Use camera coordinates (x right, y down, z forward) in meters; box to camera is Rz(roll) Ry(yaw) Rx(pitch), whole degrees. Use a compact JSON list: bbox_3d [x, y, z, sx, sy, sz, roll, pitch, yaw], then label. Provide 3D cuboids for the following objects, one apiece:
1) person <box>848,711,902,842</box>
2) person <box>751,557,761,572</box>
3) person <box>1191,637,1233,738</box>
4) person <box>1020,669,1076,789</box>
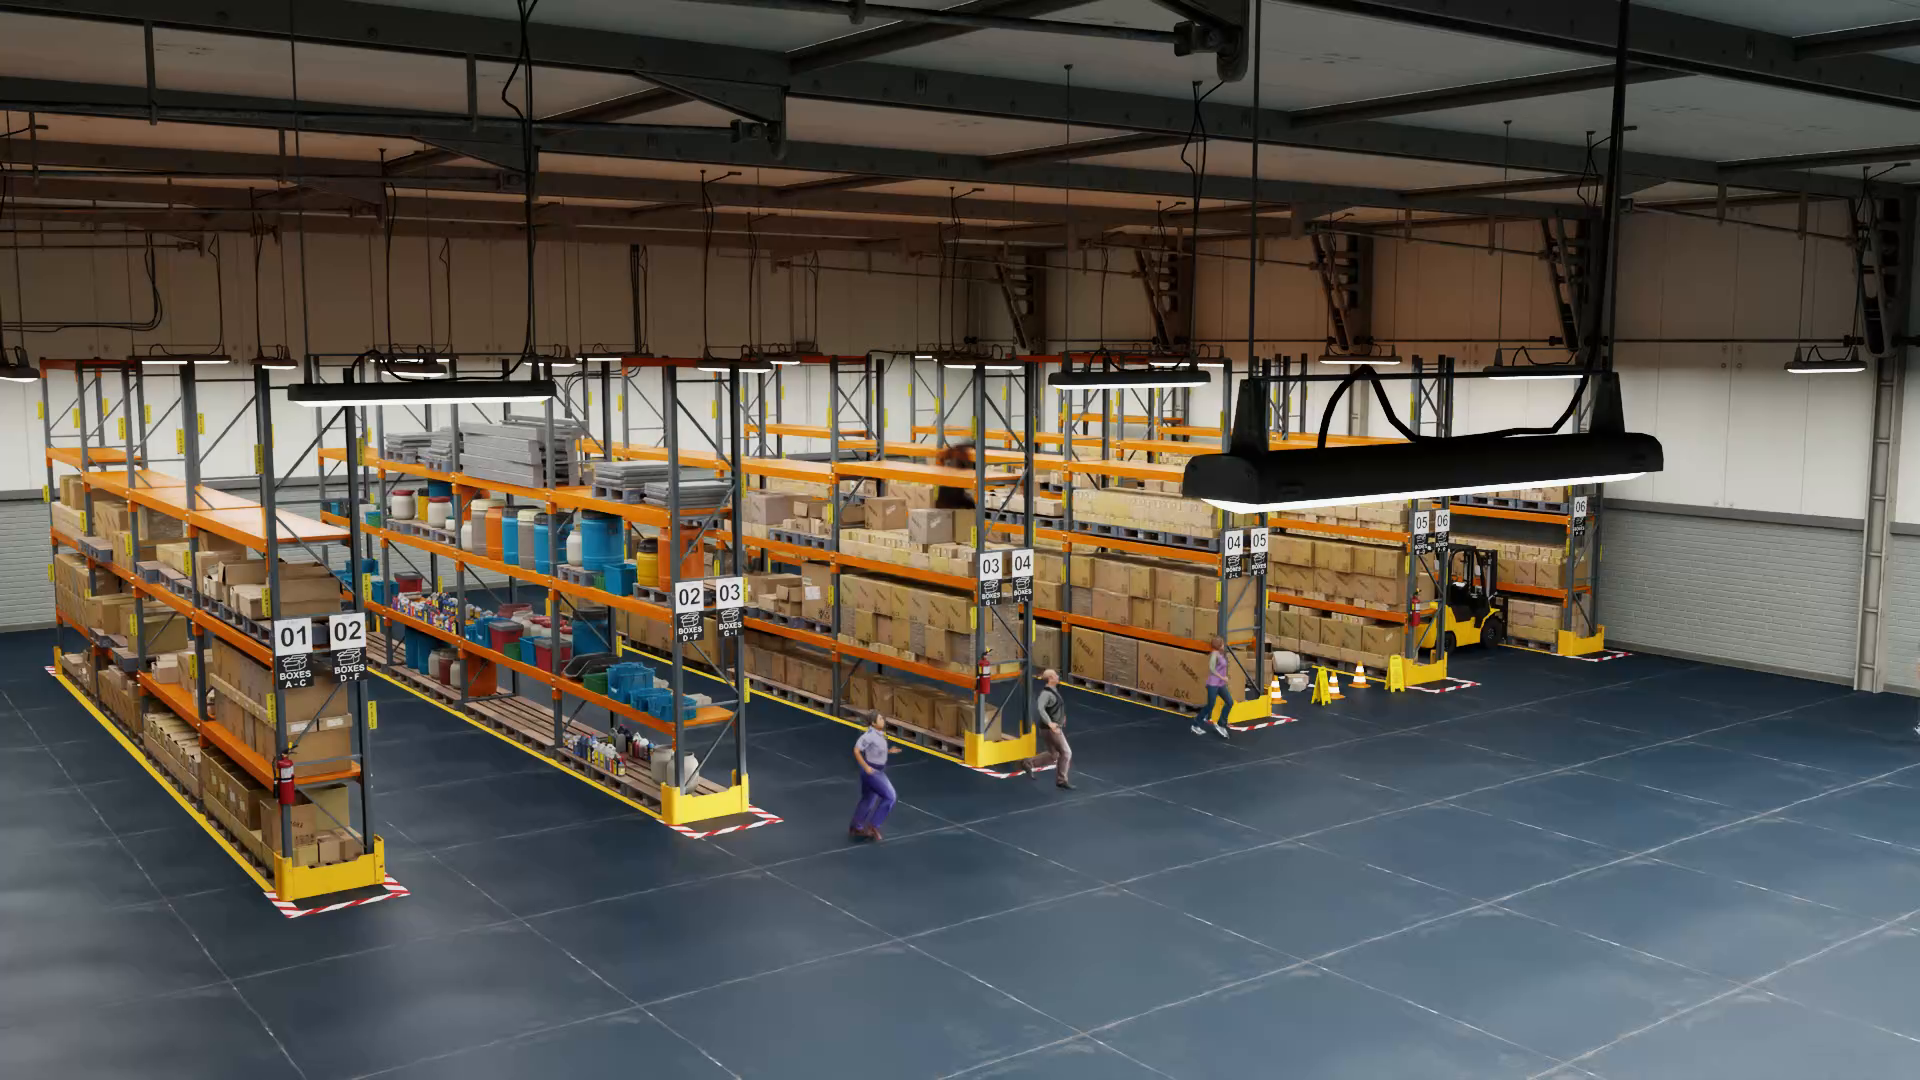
[{"bbox_3d":[-1.079,3.002,21.182,0.676,1.677,0.575,0,7,-3],"label":"person"},{"bbox_3d":[-5.093,0.506,42.064,0.698,1.643,0.734,0,7,-1],"label":"person"},{"bbox_3d":[4.089,2.356,26.718,0.628,1.600,0.608,3,8,25],"label":"person"},{"bbox_3d":[1.260,2.714,23.603,0.804,1.633,0.678,1,7,5],"label":"person"}]
